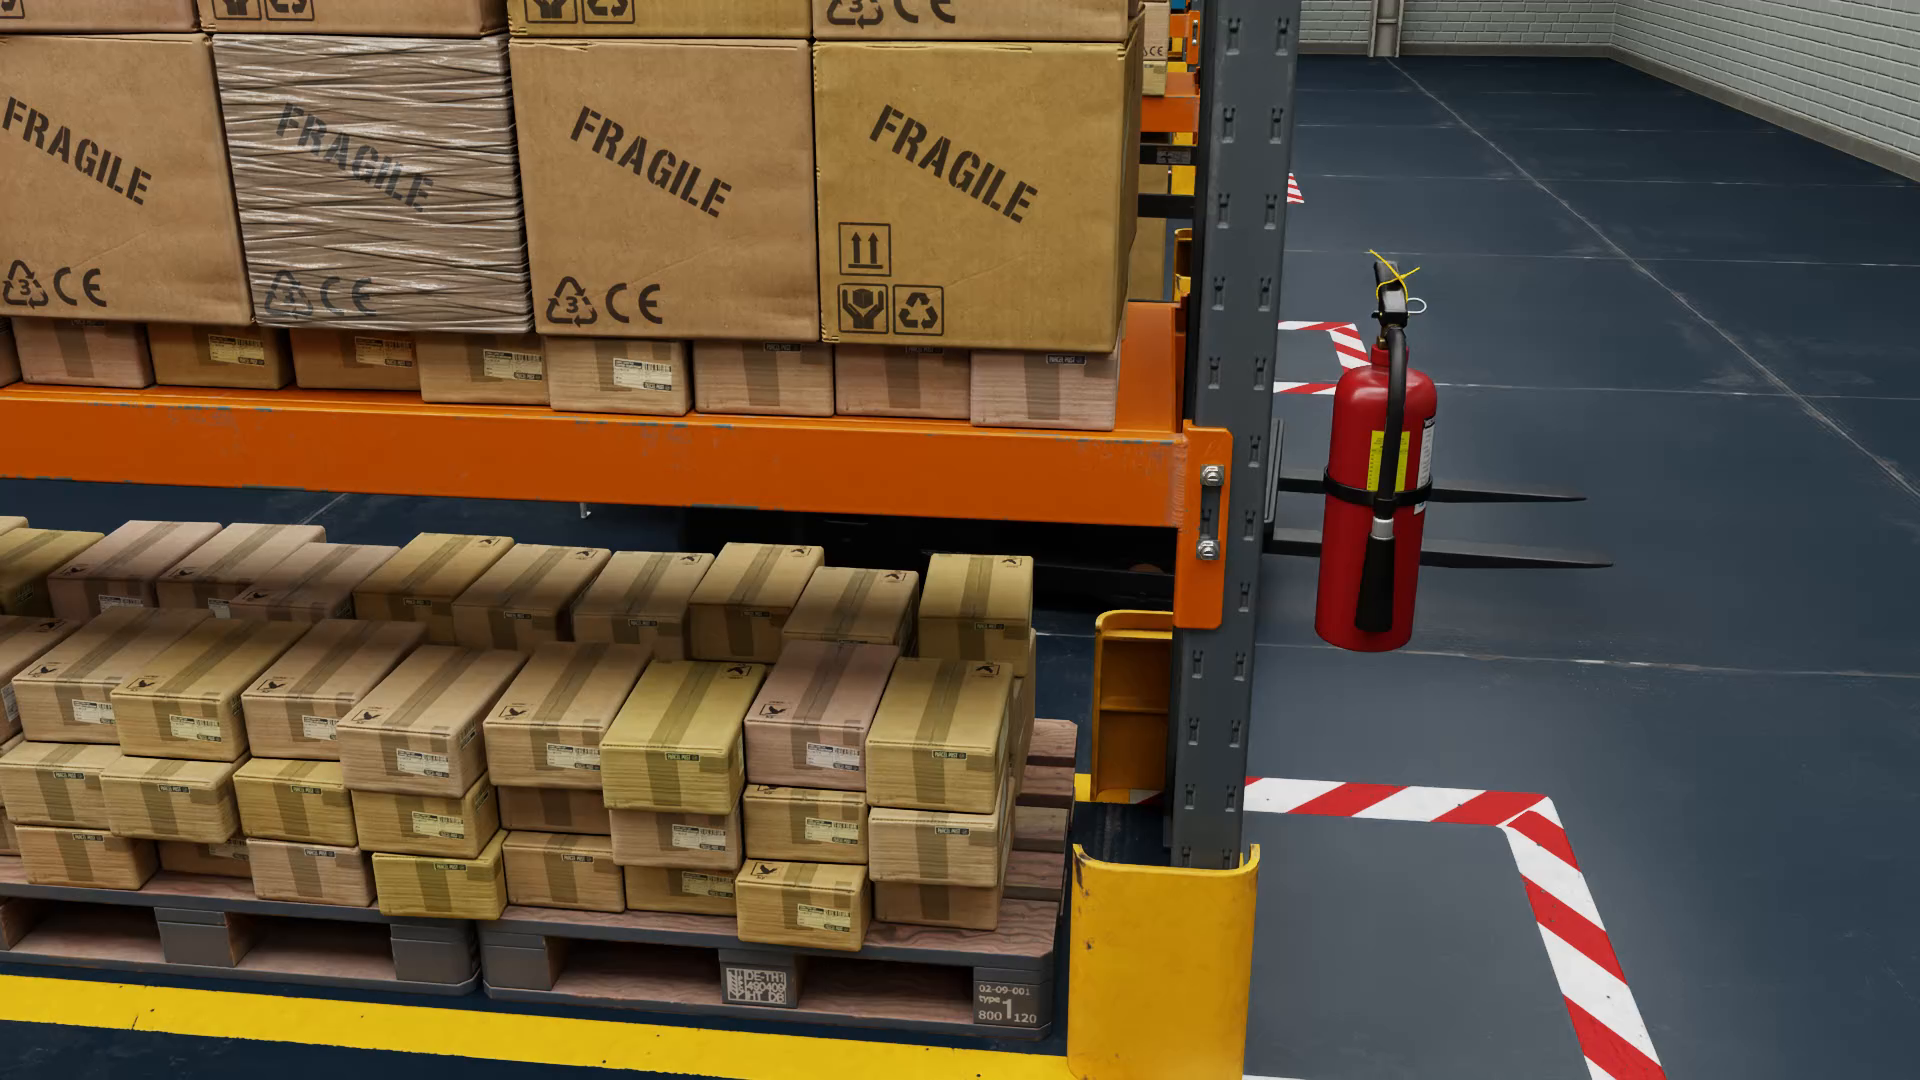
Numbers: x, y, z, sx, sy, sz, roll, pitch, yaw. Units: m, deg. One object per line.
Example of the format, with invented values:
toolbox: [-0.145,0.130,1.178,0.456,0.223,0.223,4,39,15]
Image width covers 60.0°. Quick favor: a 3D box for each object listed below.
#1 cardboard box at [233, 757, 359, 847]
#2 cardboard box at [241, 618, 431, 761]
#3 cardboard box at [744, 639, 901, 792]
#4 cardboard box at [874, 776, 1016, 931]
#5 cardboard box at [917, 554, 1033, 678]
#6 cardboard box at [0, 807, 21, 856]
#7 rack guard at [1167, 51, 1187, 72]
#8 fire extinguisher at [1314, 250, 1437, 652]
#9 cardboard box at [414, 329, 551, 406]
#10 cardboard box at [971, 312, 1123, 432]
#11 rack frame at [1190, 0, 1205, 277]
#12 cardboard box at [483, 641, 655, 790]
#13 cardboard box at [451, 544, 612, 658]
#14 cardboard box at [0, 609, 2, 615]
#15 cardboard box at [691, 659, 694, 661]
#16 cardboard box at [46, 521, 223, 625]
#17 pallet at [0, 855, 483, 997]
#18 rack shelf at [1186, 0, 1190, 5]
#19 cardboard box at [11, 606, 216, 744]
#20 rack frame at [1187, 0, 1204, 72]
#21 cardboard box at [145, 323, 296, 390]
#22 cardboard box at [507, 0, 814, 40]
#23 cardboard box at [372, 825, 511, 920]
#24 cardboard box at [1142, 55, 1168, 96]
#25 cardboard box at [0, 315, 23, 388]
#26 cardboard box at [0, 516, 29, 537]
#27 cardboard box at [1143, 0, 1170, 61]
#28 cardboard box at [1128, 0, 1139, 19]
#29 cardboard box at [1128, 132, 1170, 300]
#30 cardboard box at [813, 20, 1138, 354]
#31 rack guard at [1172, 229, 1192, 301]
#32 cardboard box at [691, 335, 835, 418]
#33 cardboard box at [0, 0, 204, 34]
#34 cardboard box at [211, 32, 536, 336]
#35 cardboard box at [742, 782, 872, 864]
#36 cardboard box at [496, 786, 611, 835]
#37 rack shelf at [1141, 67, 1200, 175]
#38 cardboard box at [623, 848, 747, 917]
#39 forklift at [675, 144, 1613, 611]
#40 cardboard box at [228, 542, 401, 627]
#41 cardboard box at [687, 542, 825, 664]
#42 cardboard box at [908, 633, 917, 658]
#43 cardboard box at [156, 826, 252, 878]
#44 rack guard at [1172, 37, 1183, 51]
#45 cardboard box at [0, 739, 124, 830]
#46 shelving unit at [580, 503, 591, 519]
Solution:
cardboard box: [-1.321,0.482,3.543,0.250,0.149,0.380,4,22,9]
cardboard box: [-1.321,0.315,3.561,0.250,0.149,0.380,2,22,4]
cardboard box: [-0.277,0.357,3.454,0.250,0.149,0.380,3,22,7]
cardboard box: [-0.026,0.650,3.523,0.250,0.149,0.380,3,22,7]
cardboard box: [0.041,0.173,3.920,0.250,0.149,0.380,2,22,4]
cardboard box: [-2.081,0.551,3.773,0.250,0.149,0.380,2,22,4]
rack guard: [2.300,-4.798,17.397,0.348,0.500,1.175,2,22,6]
fire extinguisher: [0.717,-0.146,2.841,0.183,0.674,0.296,2,22,6]
cardboard box: [-0.843,-0.383,3.170,0.250,0.149,0.380,2,22,4]
cardboard box: [0.164,-0.328,3.032,0.250,0.149,0.380,3,22,6]
rack frame: [1.205,-2.341,7.781,0.127,3.000,1.000,2,22,6]
cardboard box: [-0.799,0.358,3.451,0.250,0.149,0.380,2,22,4]
cardboard box: [-1.012,0.151,3.975,0.250,0.149,0.380,3,22,8]
cardboard box: [-2.348,0.266,3.683,0.250,0.149,0.380,2,22,5]
cardboard box: [-0.729,0.280,4.054,0.250,0.149,0.380,3,22,8]
cardboard box: [-2.032,0.089,4.132,0.250,0.149,0.380,1,22,4]
pallet: [-1.565,0.657,3.990,1.213,0.211,1.003,2,22,6]
rack shelf: [0.389,-5.710,17.280,4.000,0.370,1.077,2,22,6]
cardboard box: [-1.825,0.289,3.626,0.250,0.149,0.380,2,22,4]
rack frame: [1.788,-4.149,12.355,0.127,3.000,1.000,2,22,6]
cardboard box: [-1.370,-0.422,3.269,0.250,0.149,0.380,3,22,7]
cardboard box: [-0.466,-1.135,2.830,0.500,0.500,0.500,2,22,4]
cardboard box: [-1.053,0.638,3.552,0.250,0.149,0.380,2,22,4]
cardboard box: [0.813,-2.119,7.562,0.250,0.149,0.380,3,22,7]
cardboard box: [-1.895,-0.420,3.263,0.250,0.149,0.380,3,22,9]
cardboard box: [-2.560,0.072,4.176,0.250,0.149,0.380,2,22,6]
cardboard box: [0.693,-2.334,7.562,0.500,0.250,0.500,2,22,5]
cardboard box: [0.107,-1.300,3.249,0.500,0.500,0.500,2,22,6]
cardboard box: [0.560,-1.547,8.091,0.875,0.875,0.875,2,22,6]
cardboard box: [0.045,-0.645,2.950,0.500,0.500,0.500,3,22,7]
rack guard: [1.229,-1.177,8.238,0.348,0.500,1.175,2,22,6]
cardboard box: [-0.329,-0.358,3.108,0.250,0.149,0.380,2,22,6]
cardboard box: [-1.509,-1.176,2.934,0.500,0.500,0.500,2,22,4]
cardboard box: [-0.971,-0.687,3.058,0.500,0.500,0.500,3,22,6]
cardboard box: [-0.290,0.508,3.476,0.250,0.149,0.380,2,22,5]
cardboard box: [-0.807,0.468,3.578,0.250,0.149,0.380,2,22,6]
rack shelf: [-0.781,-2.093,8.132,4.000,0.370,1.077,2,22,6]
cardboard box: [-0.545,0.632,3.567,0.250,0.149,0.380,2,22,6]
forklift: [0.608,-1.315,5.280,3.031,2.935,1.130,4,22,11]
cardboard box: [-1.529,0.147,3.985,0.250,0.149,0.380,3,22,6]
cardboard box: [-0.482,0.147,3.985,0.250,0.149,0.380,2,22,6]
cardboard box: [-0.234,0.309,3.980,0.250,0.149,0.380,2,22,6]
cardboard box: [-1.564,0.581,3.697,0.250,0.149,0.380,3,22,8]
rack guard: [2.978,-6.603,21.961,0.348,0.500,1.175,2,22,6]
cardboard box: [-1.839,0.460,3.598,0.250,0.149,0.380,2,22,6]
shelving unit: [-1.127,-0.662,5.981,0.503,1.200,0.258,4,22,11]
